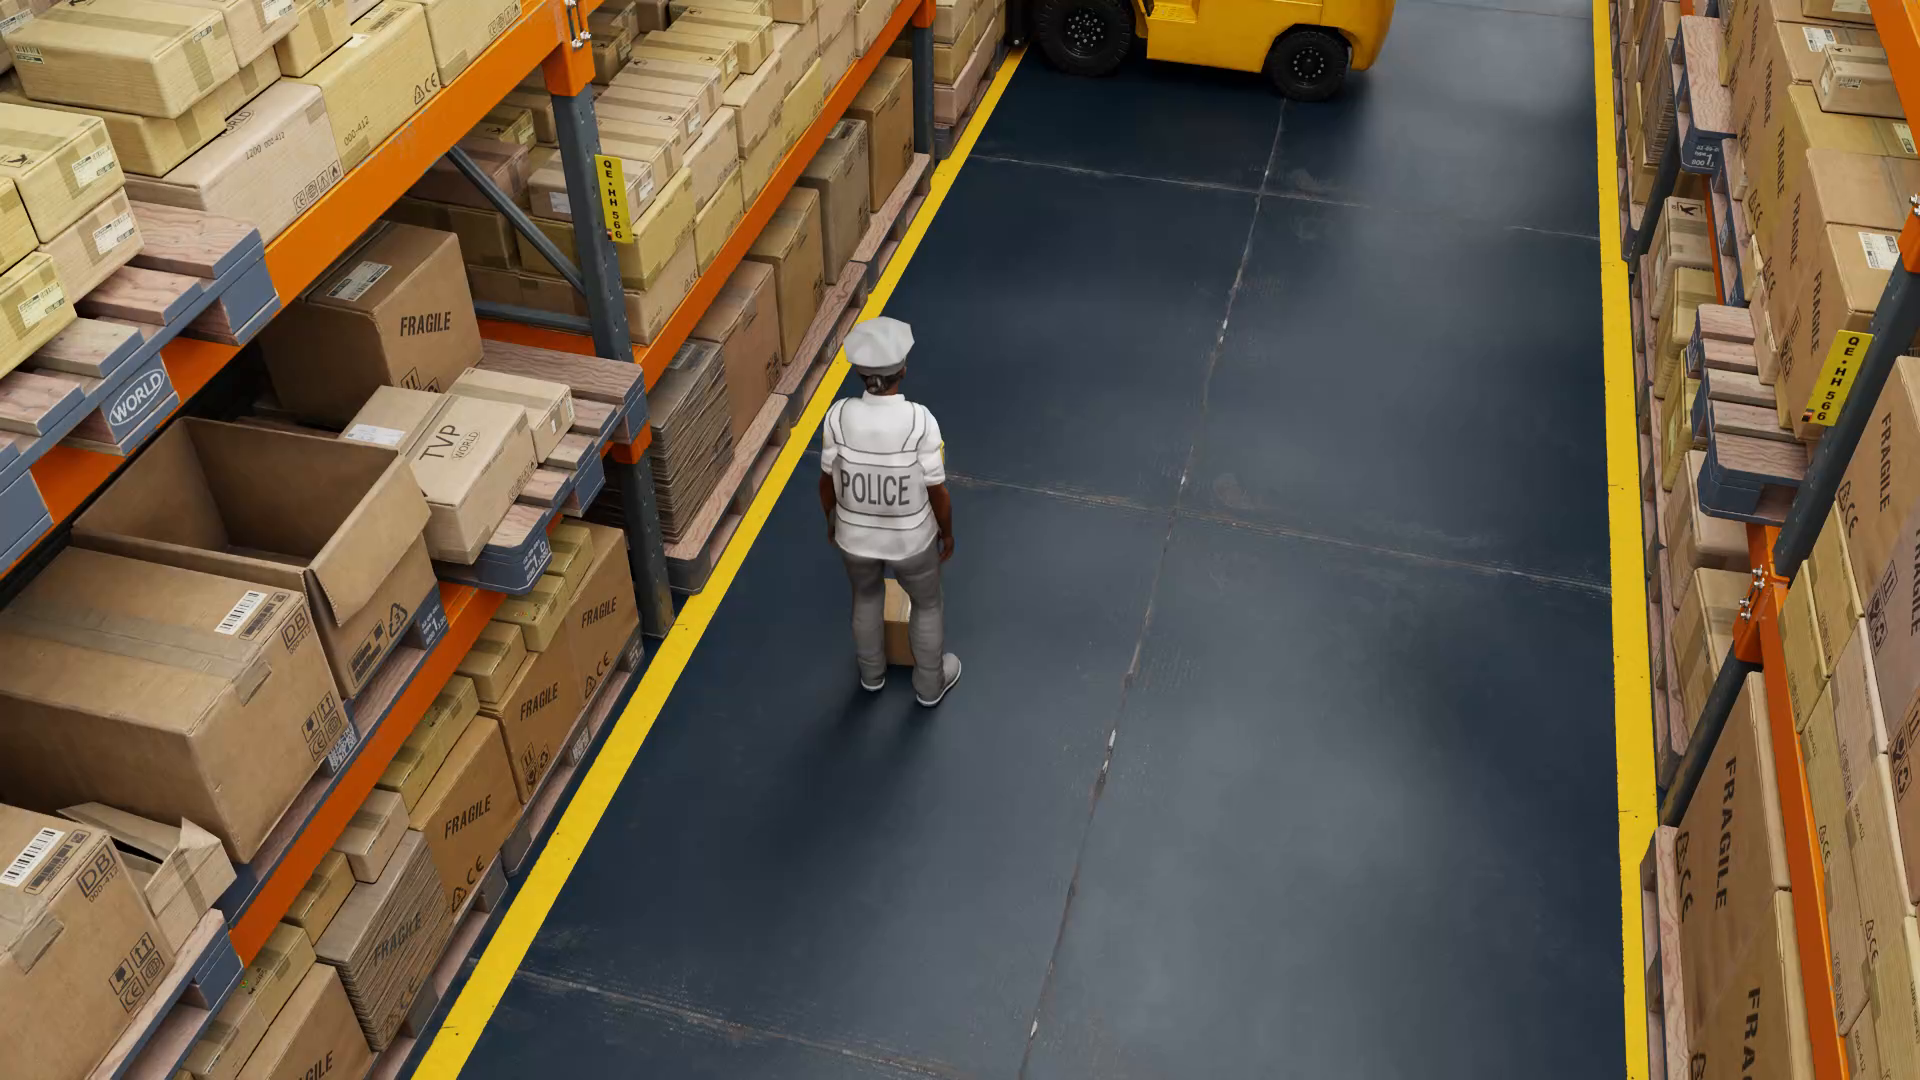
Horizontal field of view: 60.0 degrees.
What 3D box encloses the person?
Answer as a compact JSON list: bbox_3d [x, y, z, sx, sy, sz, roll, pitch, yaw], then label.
[{"bbox_3d":[-0.259,-0.045,6.212,0.503,1.656,0.421,7,42,7],"label":"person"}]
